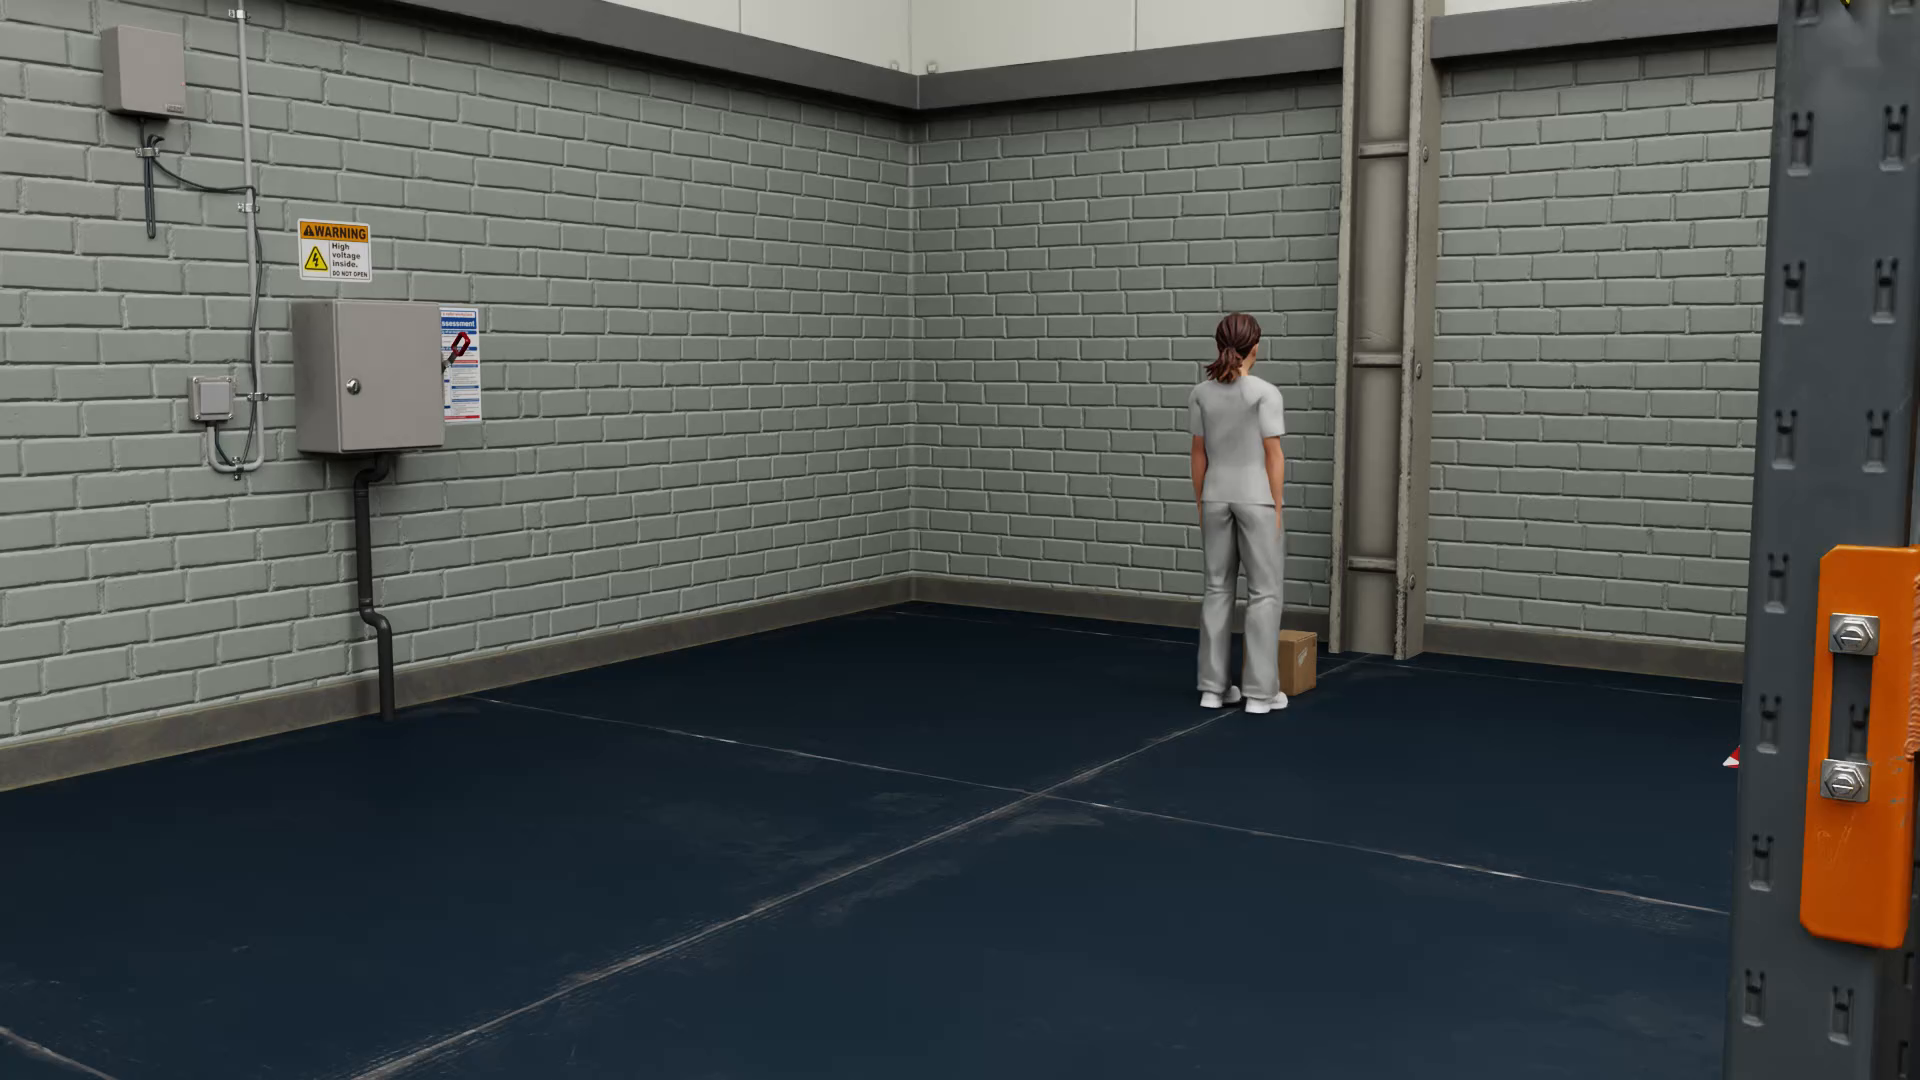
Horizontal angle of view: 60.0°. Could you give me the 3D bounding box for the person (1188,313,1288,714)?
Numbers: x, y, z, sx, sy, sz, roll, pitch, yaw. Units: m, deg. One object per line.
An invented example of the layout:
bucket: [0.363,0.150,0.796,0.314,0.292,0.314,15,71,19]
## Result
person: [1.171,-0.115,7.017,0.437,1.673,0.378,4,8,34]
